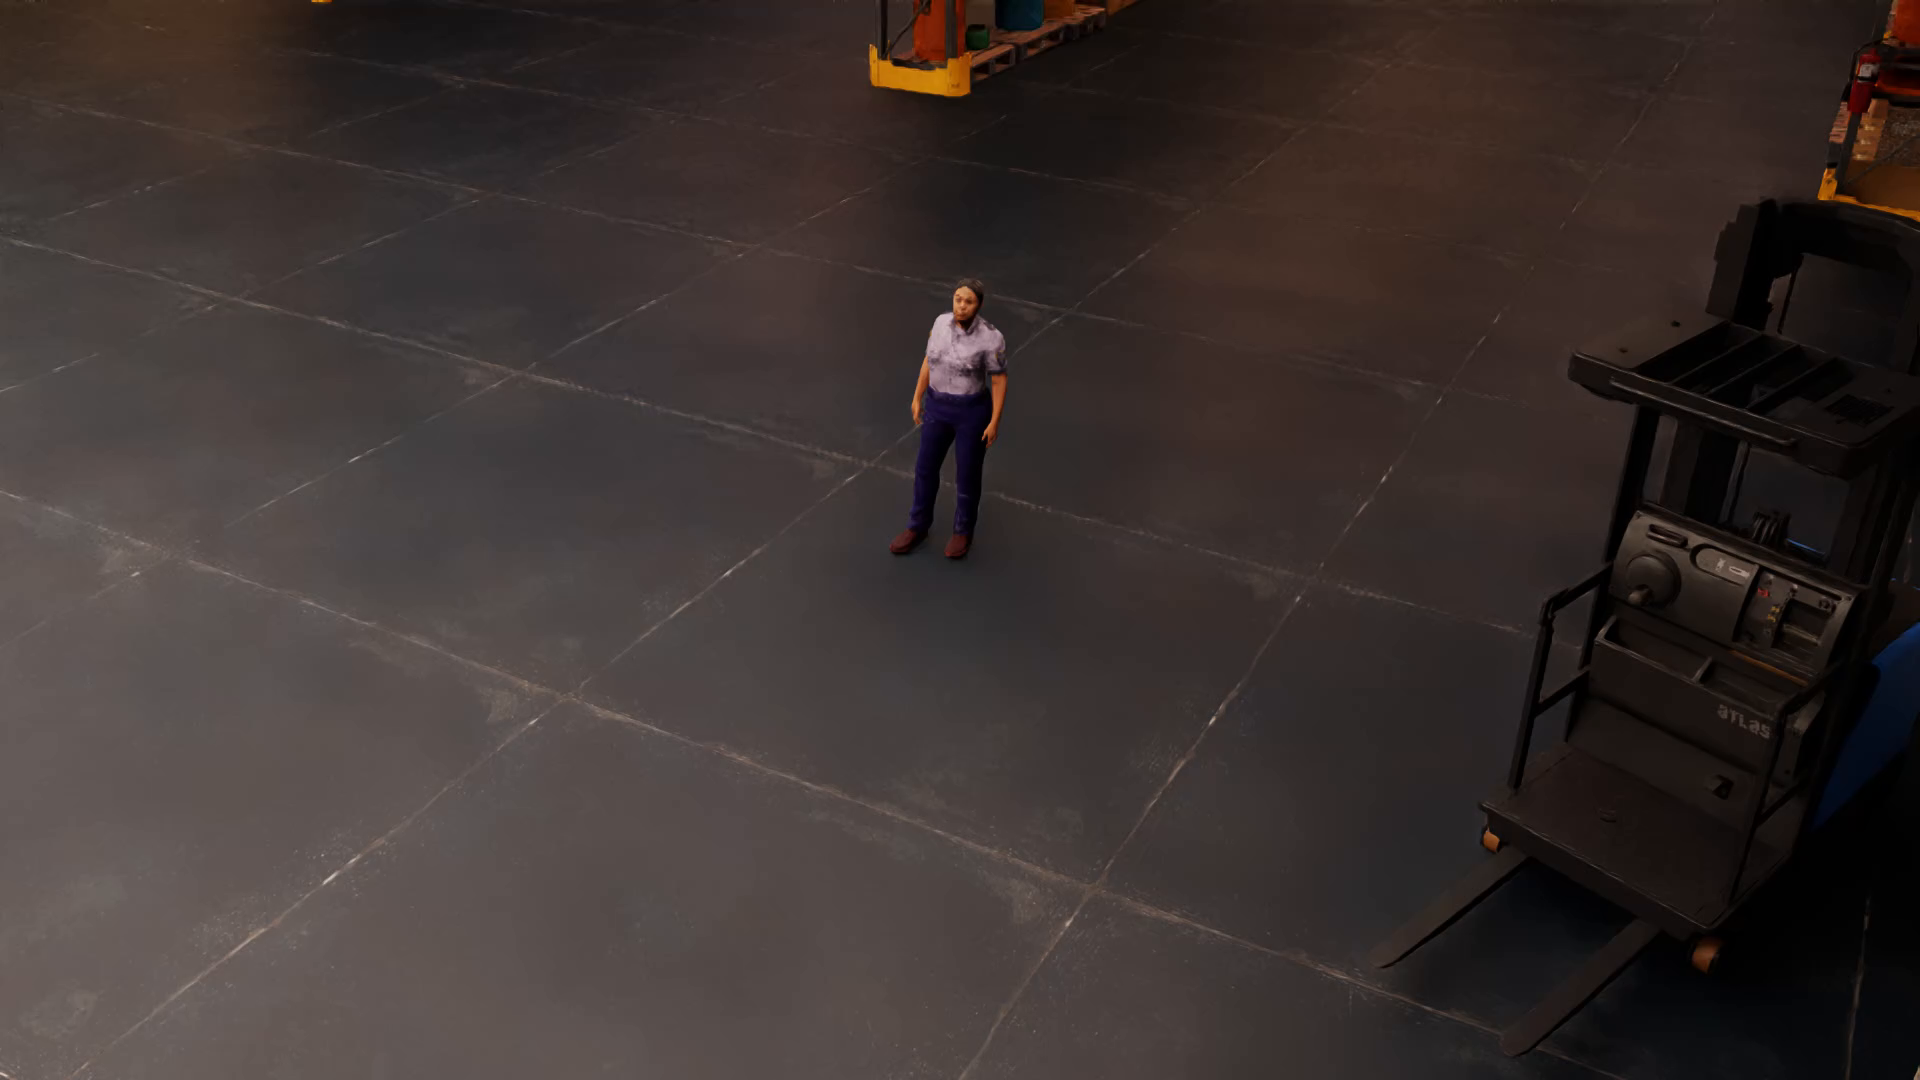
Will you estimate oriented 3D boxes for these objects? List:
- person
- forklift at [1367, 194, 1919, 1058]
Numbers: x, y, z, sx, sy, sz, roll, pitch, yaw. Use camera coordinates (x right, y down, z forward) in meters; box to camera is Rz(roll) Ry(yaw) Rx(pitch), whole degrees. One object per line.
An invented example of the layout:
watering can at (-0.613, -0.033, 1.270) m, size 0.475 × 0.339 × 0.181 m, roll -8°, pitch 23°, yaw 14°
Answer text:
person at (-0.063, -0.686, 9.529) m, size 0.599 × 1.650 × 0.502 m, roll 15°, pitch 33°, yaw 25°
forklift at (2.985, 0.233, 6.667) m, size 3.031 × 2.935 × 1.130 m, roll -24°, pitch 37°, yaw -35°
